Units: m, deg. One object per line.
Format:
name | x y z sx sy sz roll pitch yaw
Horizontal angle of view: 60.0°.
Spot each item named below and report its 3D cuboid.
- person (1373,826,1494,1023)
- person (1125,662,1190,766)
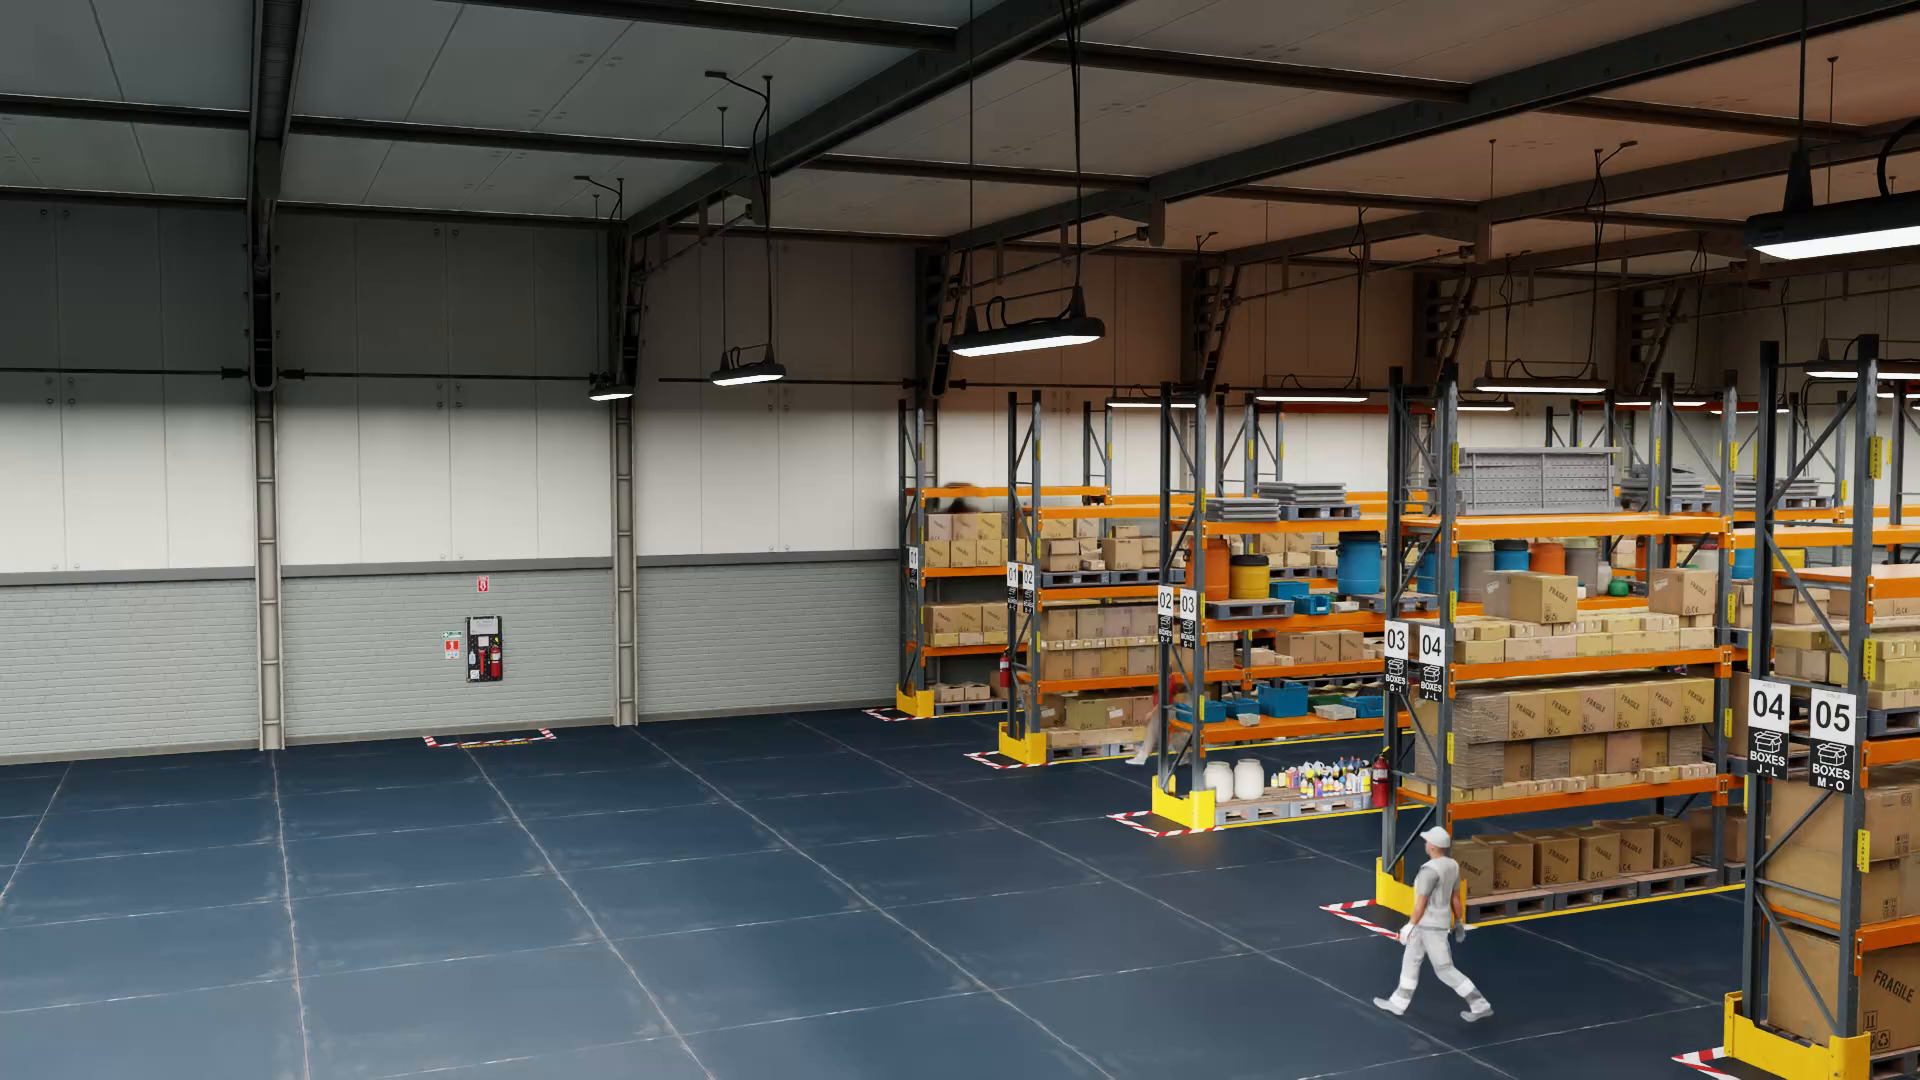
person | 4.254 3.351 14.756 0.887 1.613 0.489 1 4 18
person | 3.170 2.761 26.336 1.036 1.665 0.492 -1 4 -19
